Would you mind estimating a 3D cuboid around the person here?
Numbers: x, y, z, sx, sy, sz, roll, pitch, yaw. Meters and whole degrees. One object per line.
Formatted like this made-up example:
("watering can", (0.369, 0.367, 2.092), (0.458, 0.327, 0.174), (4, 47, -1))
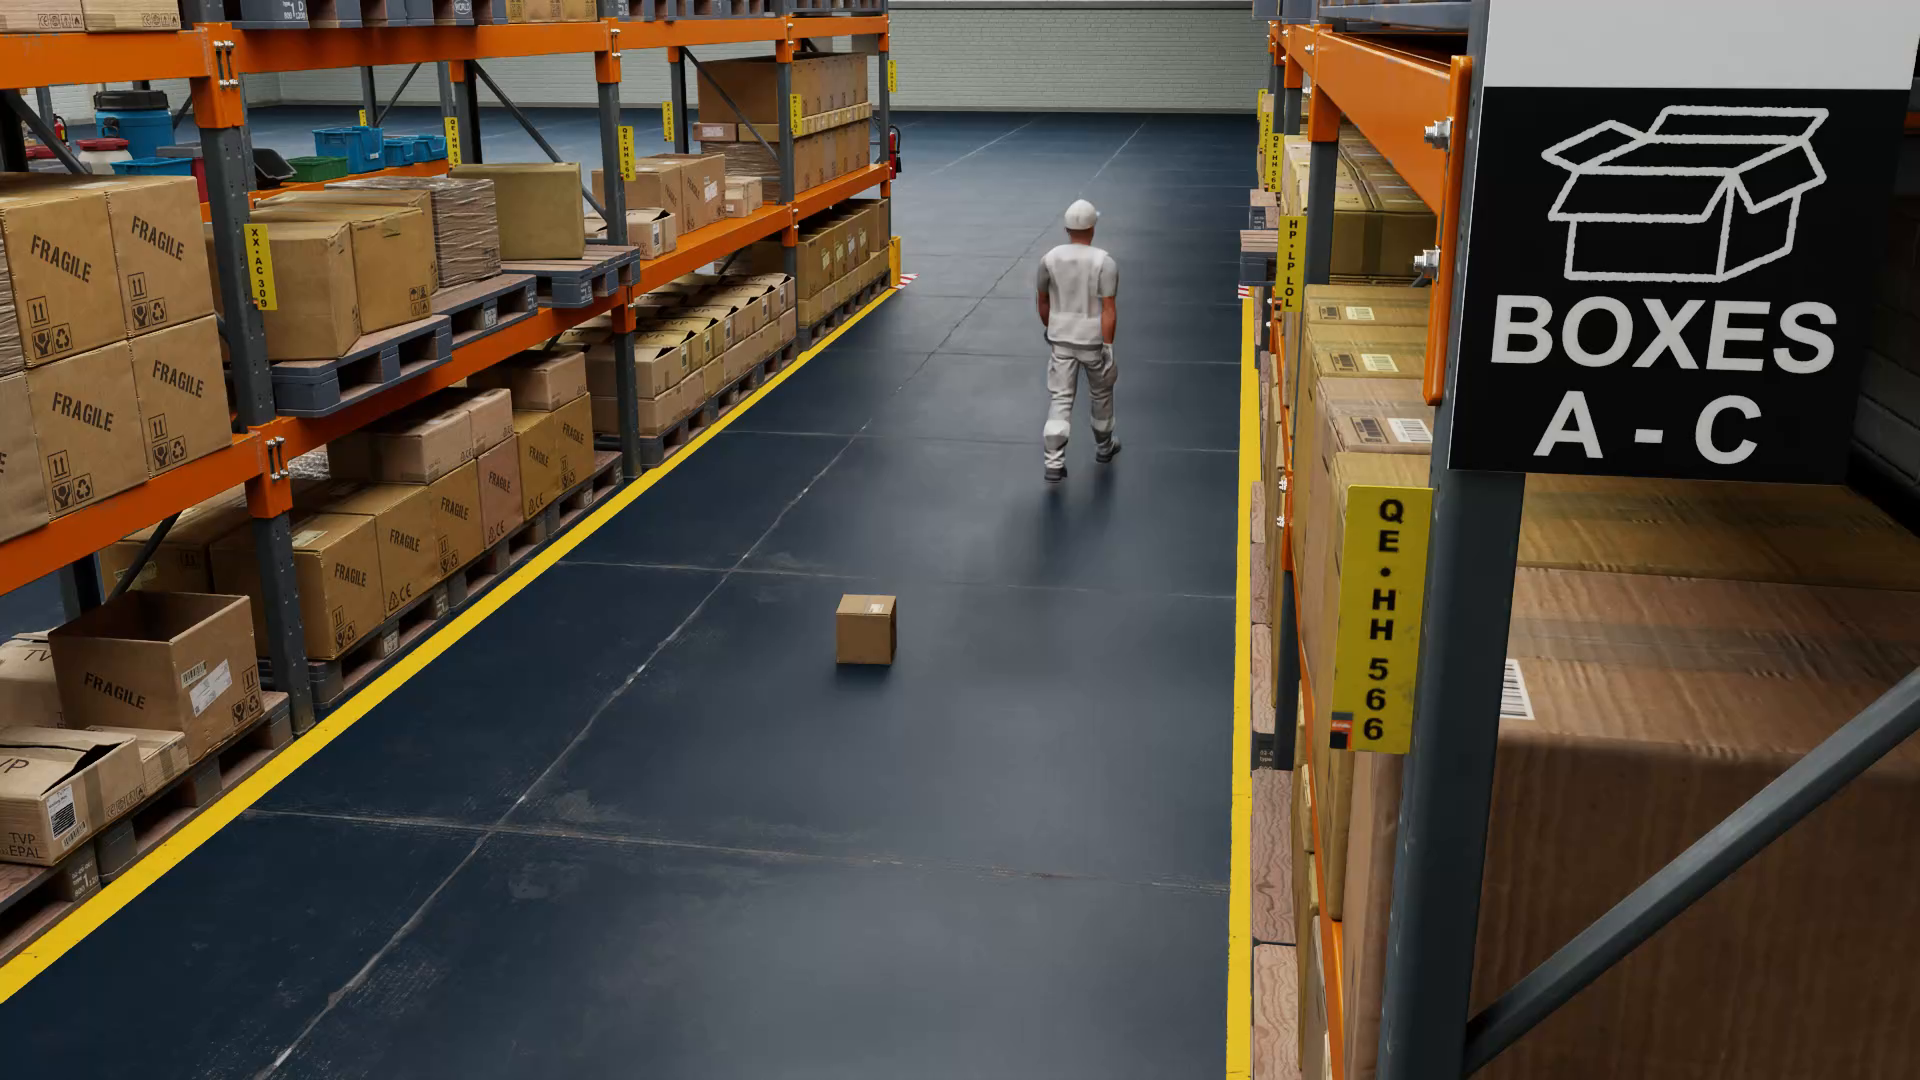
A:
("person", (0.760, -1.284, 10.544), (0.548, 1.743, 1.028), (6, 19, 17))
